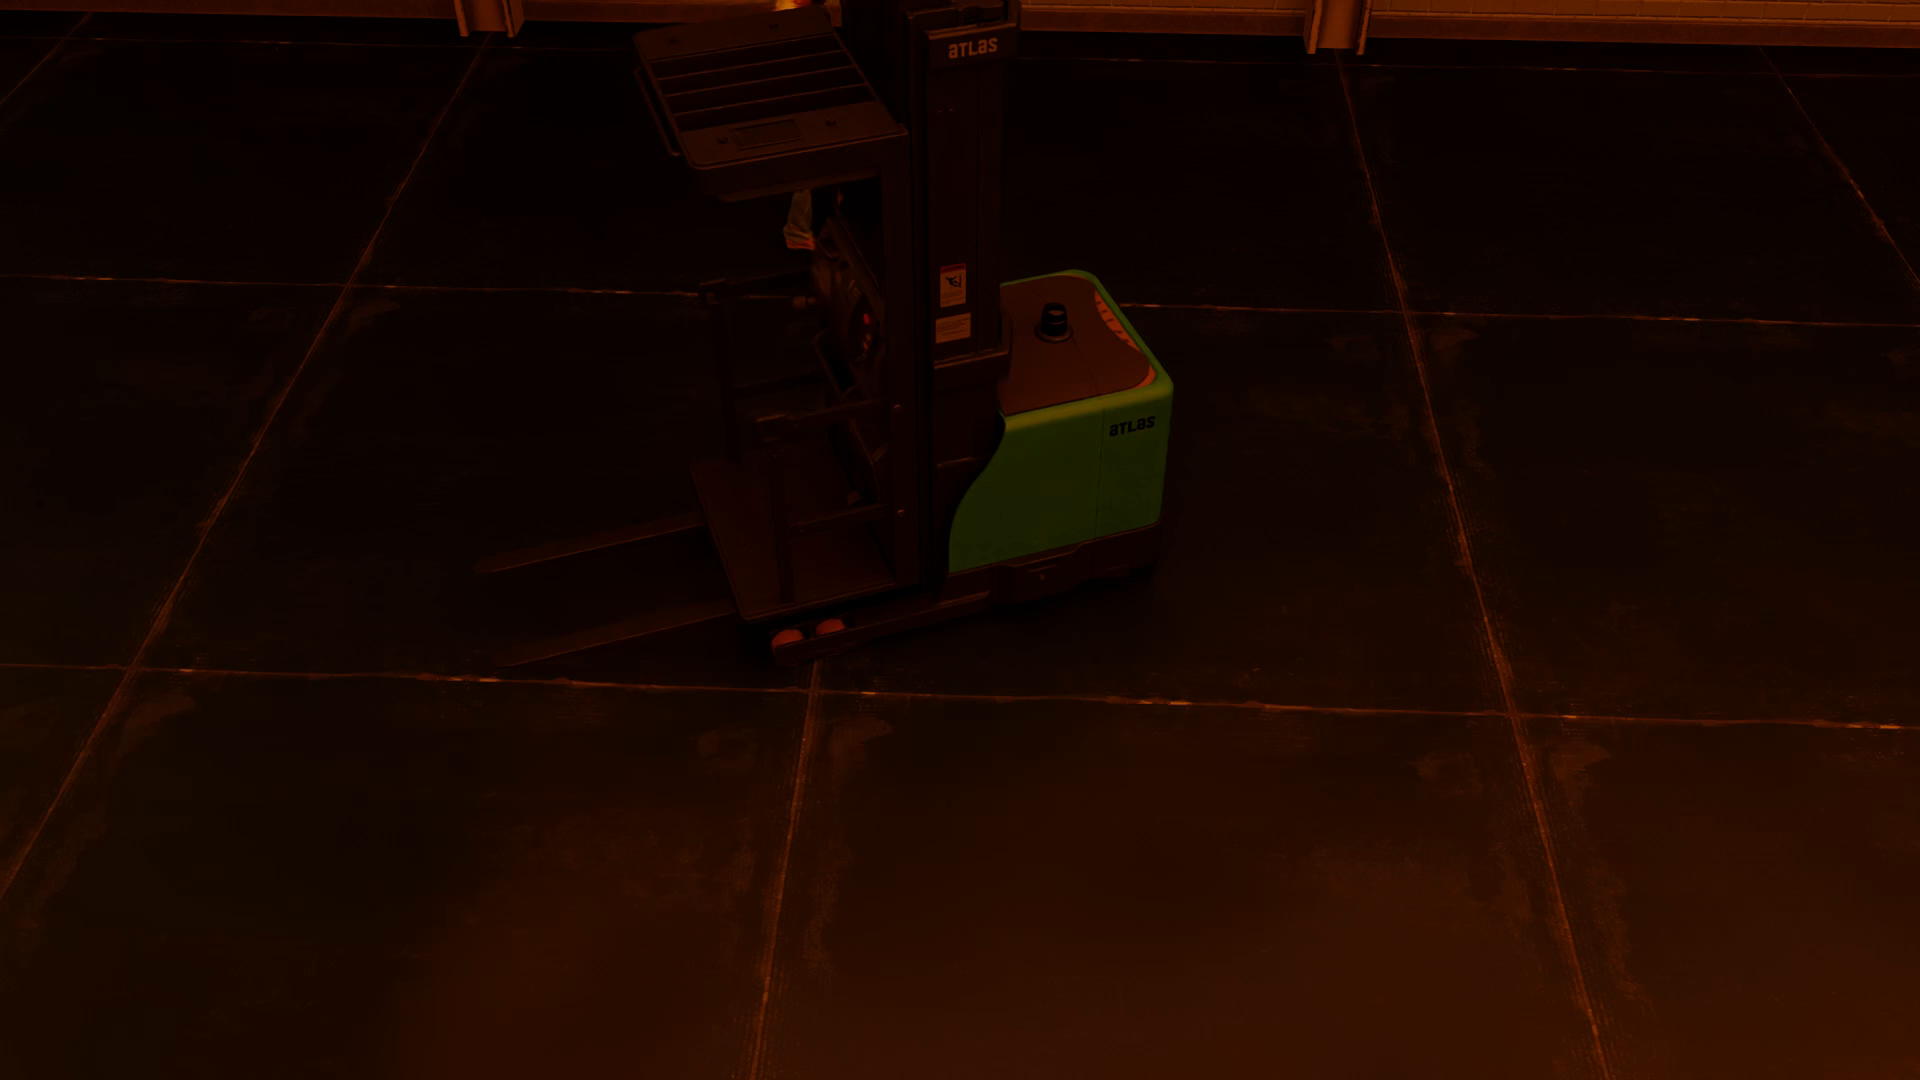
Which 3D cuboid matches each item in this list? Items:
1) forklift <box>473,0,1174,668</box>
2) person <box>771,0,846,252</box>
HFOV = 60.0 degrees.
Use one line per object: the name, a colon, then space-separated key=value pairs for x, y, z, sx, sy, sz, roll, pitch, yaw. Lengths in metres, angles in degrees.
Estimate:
forklift: x=-0.645 y=-0.931 z=6.762 sx=3.031 sy=2.935 sz=1.130 roll=-13 pitch=44 yaw=-14
person: x=-0.845 y=-2.459 z=9.323 sx=0.428 sy=1.737 sz=0.852 roll=-2 pitch=42 yaw=-2
